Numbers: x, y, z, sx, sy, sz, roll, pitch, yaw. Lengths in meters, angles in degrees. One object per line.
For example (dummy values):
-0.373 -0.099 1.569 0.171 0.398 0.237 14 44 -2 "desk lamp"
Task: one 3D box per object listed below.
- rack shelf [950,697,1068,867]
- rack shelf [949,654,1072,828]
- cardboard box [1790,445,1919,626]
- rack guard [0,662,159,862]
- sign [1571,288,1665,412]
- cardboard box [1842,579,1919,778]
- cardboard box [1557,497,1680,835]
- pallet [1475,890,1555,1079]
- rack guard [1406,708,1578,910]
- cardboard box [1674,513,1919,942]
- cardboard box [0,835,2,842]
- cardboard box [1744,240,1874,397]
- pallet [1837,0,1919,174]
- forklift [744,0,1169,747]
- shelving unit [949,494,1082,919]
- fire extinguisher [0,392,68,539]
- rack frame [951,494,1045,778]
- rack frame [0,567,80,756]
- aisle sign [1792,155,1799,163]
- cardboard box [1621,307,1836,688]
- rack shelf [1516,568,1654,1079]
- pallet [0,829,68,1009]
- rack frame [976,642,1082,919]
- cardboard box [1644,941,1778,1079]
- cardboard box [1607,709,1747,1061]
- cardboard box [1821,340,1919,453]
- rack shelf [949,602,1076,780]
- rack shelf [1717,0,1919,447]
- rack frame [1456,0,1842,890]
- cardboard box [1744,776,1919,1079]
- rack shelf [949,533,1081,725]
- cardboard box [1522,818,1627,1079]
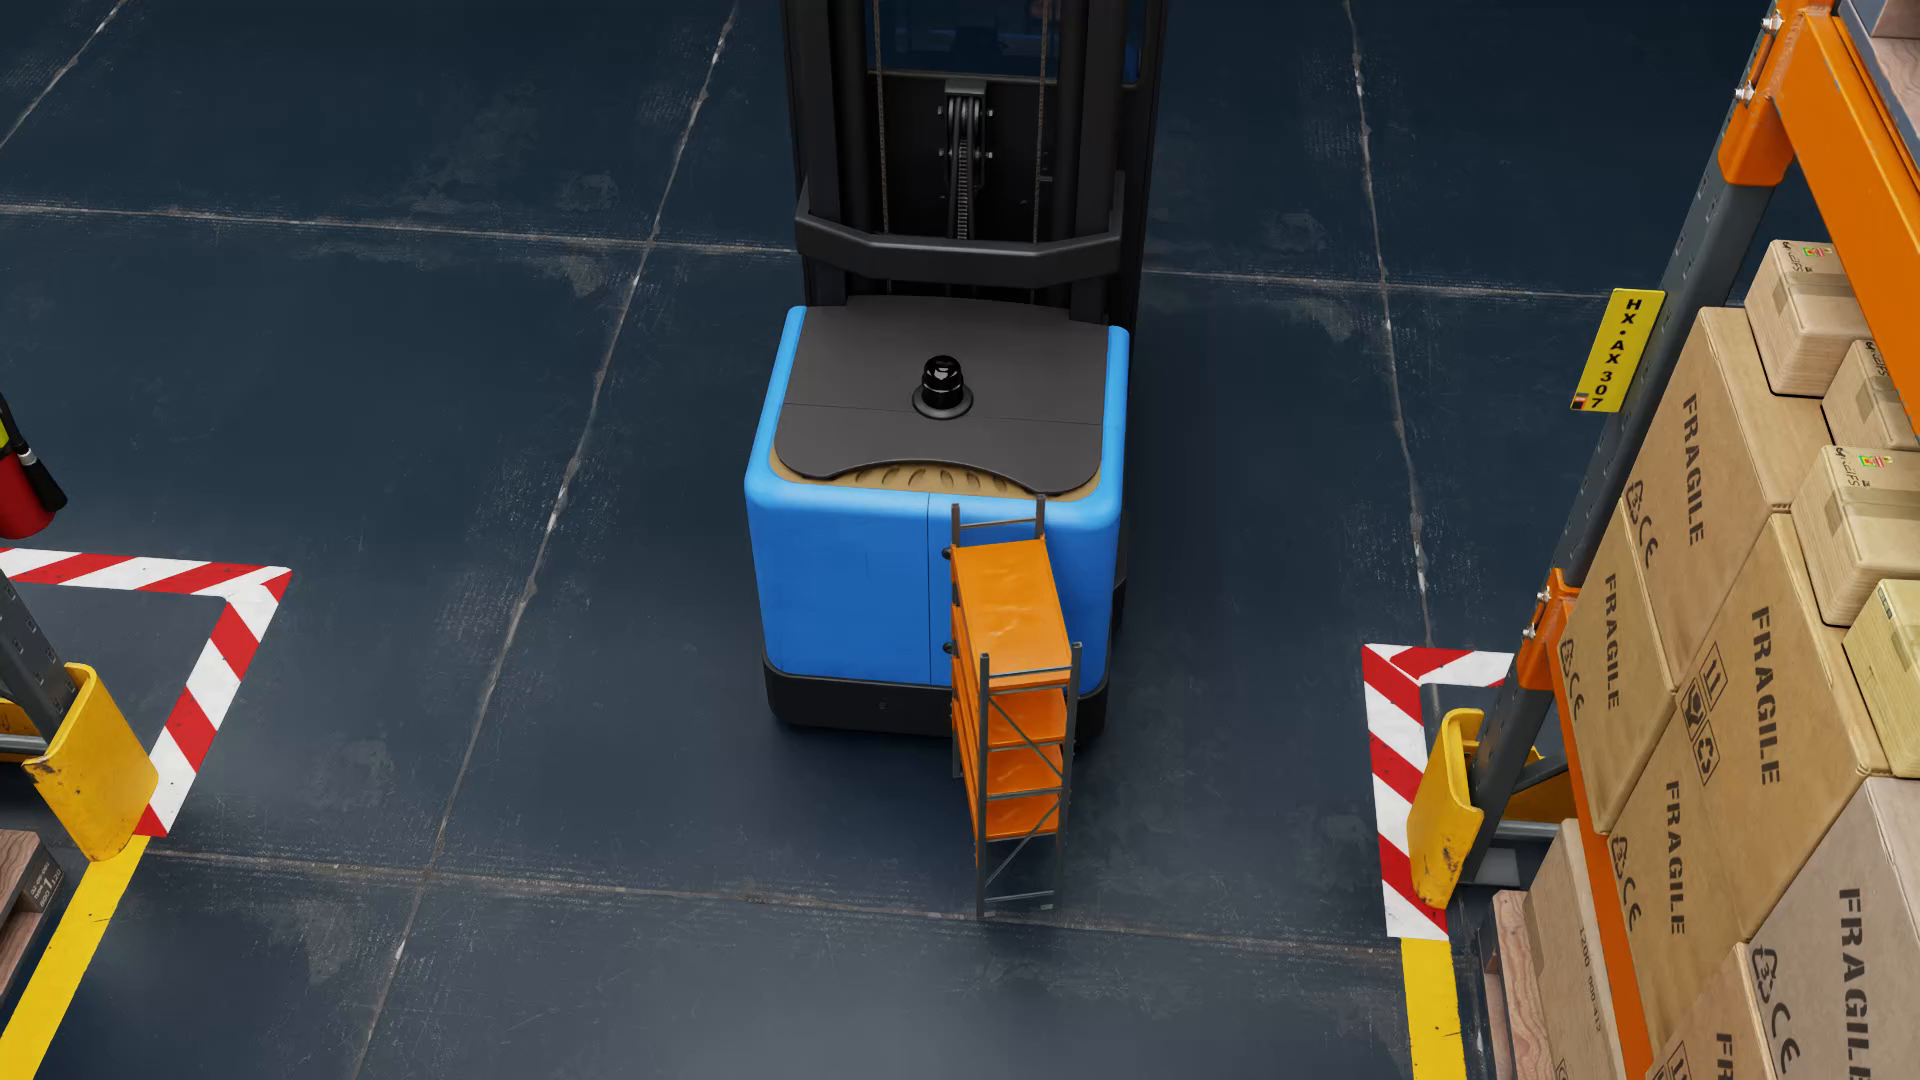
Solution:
0.132 0.663 4.690 0.258 0.148 0.480 -6 48 -5 "rack shelf"
0.132 0.529 4.544 0.258 0.148 0.480 -6 48 -5 "rack shelf"
1.507 0.007 2.526 0.380 0.149 0.250 5 48 5 "cardboard box"
-3.040 0.615 4.849 1.175 0.500 0.348 4 48 4 "rack guard"
1.354 -0.387 3.431 0.100 0.325 0.005 4 48 4 "sign"
1.501 0.201 2.348 0.380 0.149 0.250 2 48 2 "cardboard box"
1.576 0.273 3.399 0.500 0.500 0.500 4 48 3 "cardboard box"
1.911 1.508 4.228 1.003 0.211 1.213 4 48 4 "pallet"
1.908 0.800 4.680 1.175 0.500 0.348 4 48 4 "rack guard"
1.538 0.316 2.683 0.500 0.500 0.500 3 48 2 "cardboard box"
-2.797 0.842 4.393 0.380 0.149 0.250 3 48 2 "cardboard box"
1.598 -0.374 2.874 0.380 0.149 0.250 5 48 4 "cardboard box"
1.849 -0.463 2.168 1.003 0.211 1.213 4 48 4 "pallet"
0.062 -1.452 5.092 1.130 2.935 3.031 4 48 4 "forklift"
0.132 0.484 4.494 0.258 1.200 0.503 -6 48 -5 "shelving unit"
-2.550 -0.287 4.285 0.296 0.674 0.183 4 48 4 "fire extinguisher"
0.097 0.306 4.657 0.240 1.200 0.015 -6 48 -5 "rack frame"
-3.033 -0.285 3.978 1.000 3.000 0.127 4 48 4 "rack frame"
1.624 -0.976 2.848 0.394 0.787 0.004 4 48 4 "aisle sign"
1.579 -0.064 3.030 0.500 0.500 0.500 3 48 3 "cardboard box"
1.724 1.686 2.662 1.077 0.370 4.000 4 48 4 "rack shelf"
-3.149 1.307 4.412 1.003 0.211 1.213 4 48 4 "pallet"
0.167 0.662 4.331 0.240 1.200 0.015 -6 48 -5 "rack frame"
1.494 1.020 2.717 0.500 0.500 0.500 4 48 3 "cardboard box"
1.558 0.647 3.058 0.500 0.500 0.500 3 48 3 "cardboard box"
1.645 -0.177 2.694 0.380 0.149 0.250 5 48 4 "cardboard box"
0.132 0.378 4.379 0.258 0.148 0.480 -6 48 -5 "rack shelf"
1.724 0.674 1.556 1.077 0.370 4.000 4 48 4 "rack shelf"
1.906 -0.026 3.741 1.000 3.000 0.127 4 48 4 "rack frame"
1.499 0.695 2.336 0.500 0.500 0.500 4 48 3 "cardboard box"
0.132 0.219 4.204 0.258 0.148 0.480 -6 48 -5 "rack shelf"
1.945 1.188 4.082 0.875 0.438 0.875 2 48 2 "cardboard box"
